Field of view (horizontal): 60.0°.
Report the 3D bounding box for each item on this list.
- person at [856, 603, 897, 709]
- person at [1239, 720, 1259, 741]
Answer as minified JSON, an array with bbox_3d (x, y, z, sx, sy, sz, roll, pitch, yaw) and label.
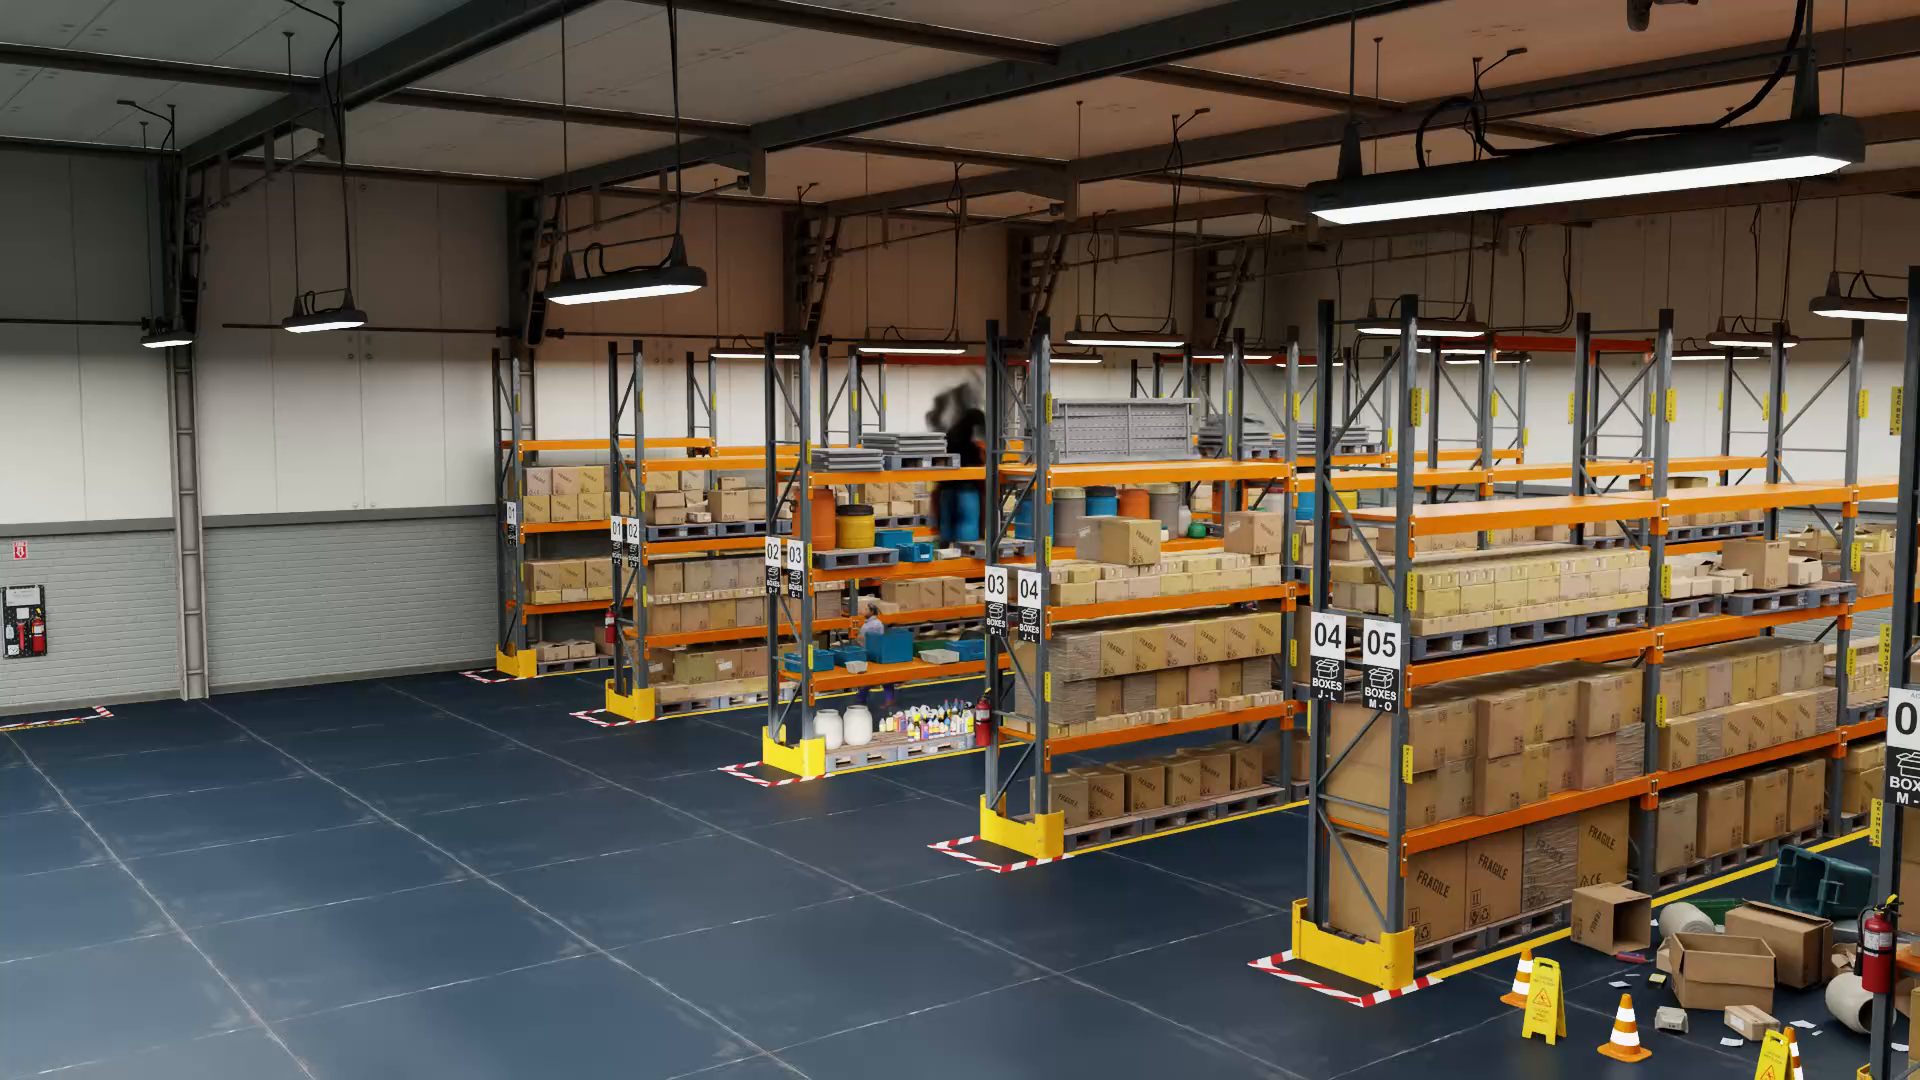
[{"bbox_3d":[-1.310,1.820,25.550,0.766,1.719,0.581,-3,6,-34],"label":"person"},{"bbox_3d":[3.977,2.024,23.320,0.869,1.705,0.602,-4,7,-41],"label":"person"}]
